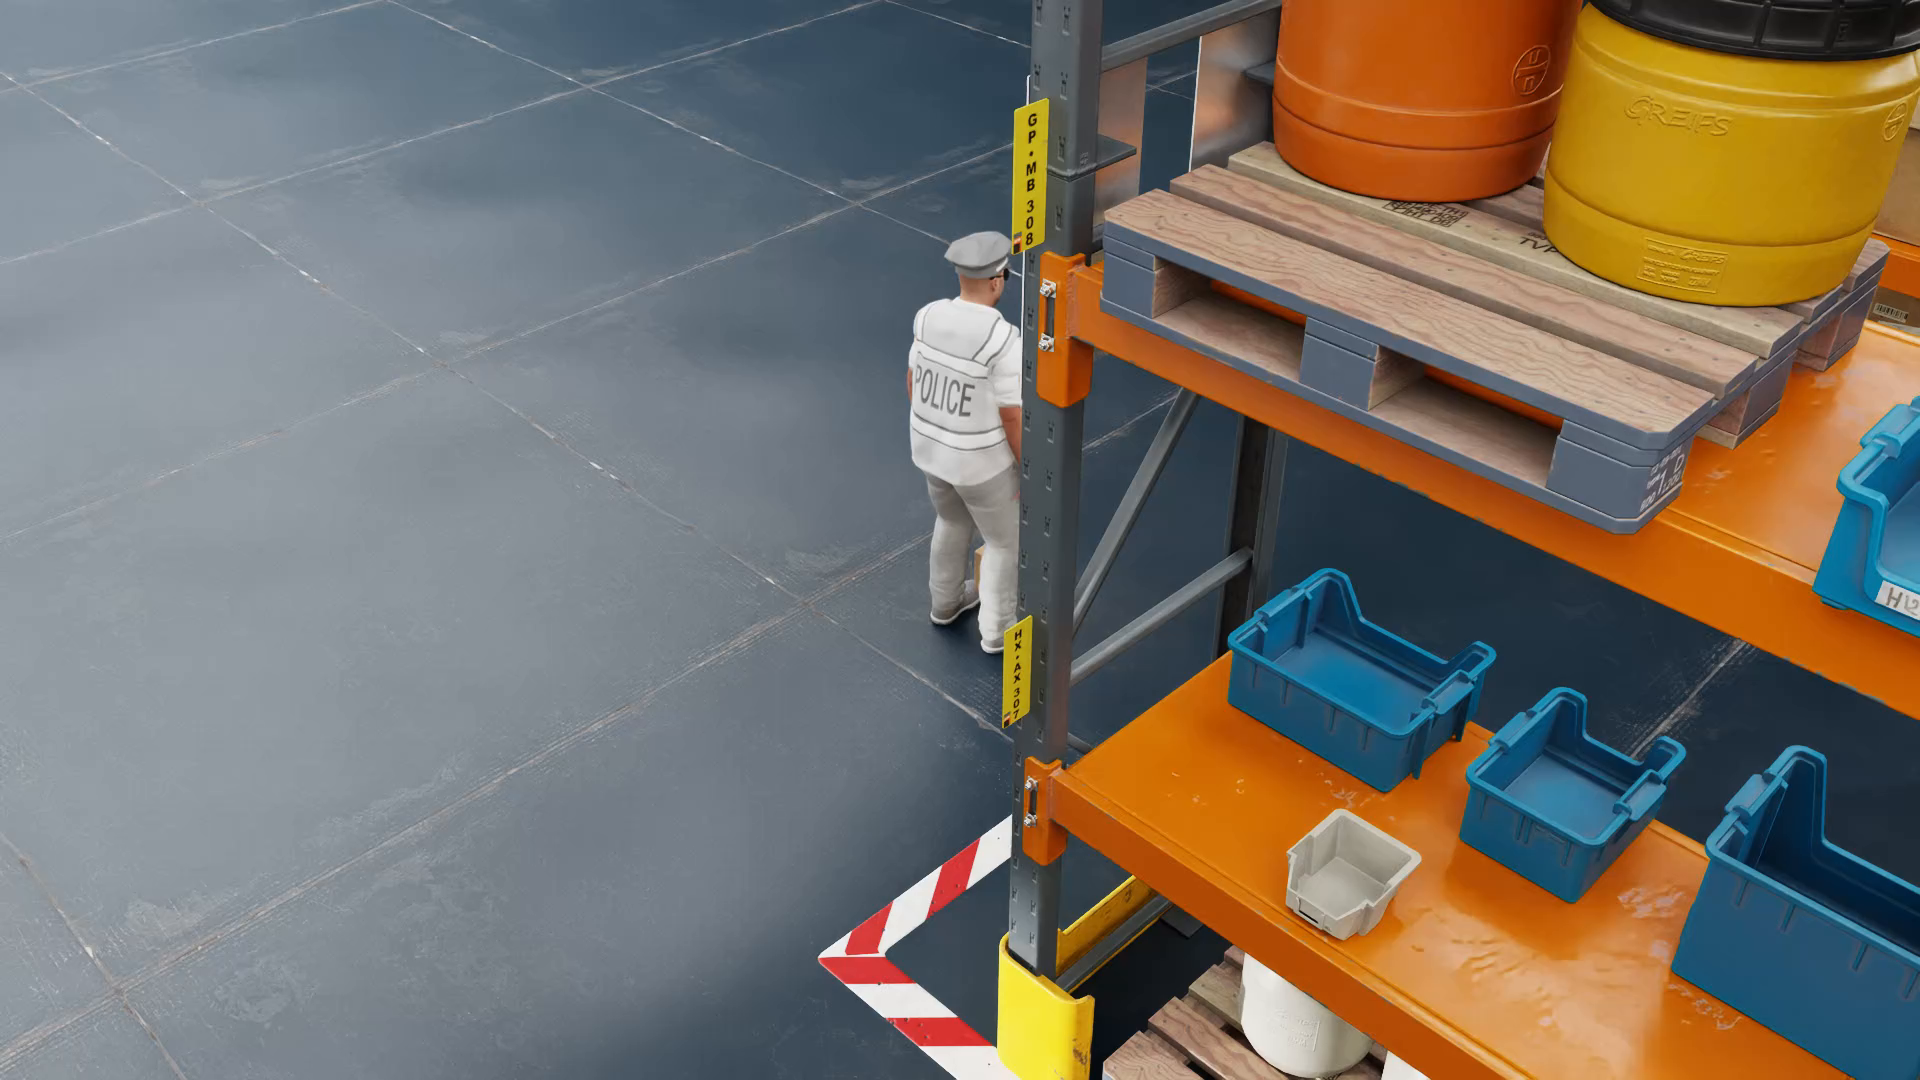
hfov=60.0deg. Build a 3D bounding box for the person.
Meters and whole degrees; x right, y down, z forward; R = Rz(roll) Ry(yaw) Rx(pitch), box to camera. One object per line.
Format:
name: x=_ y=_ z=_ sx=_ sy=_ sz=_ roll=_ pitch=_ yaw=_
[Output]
person: x=0.047 y=-0.352 z=6.637 sx=0.604 sy=1.747 sz=0.437 roll=27 pitch=43 yaw=33
